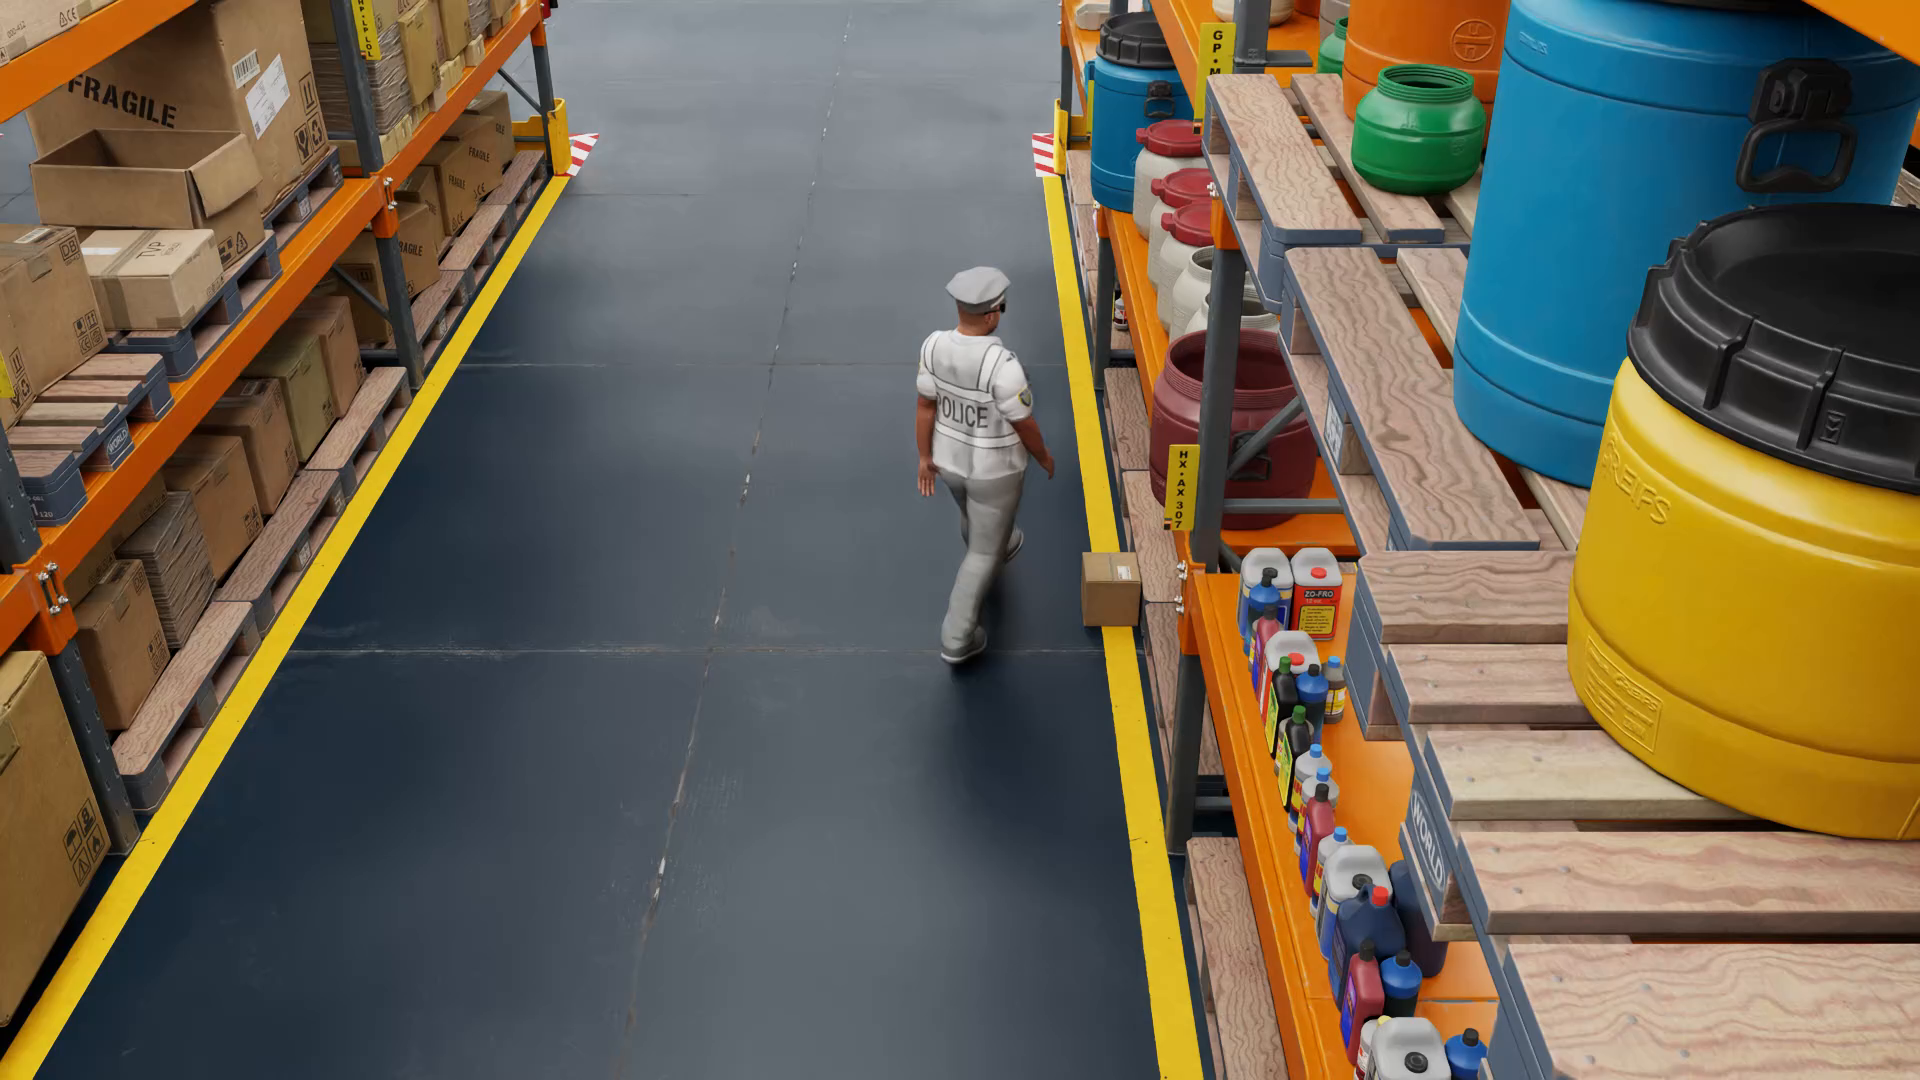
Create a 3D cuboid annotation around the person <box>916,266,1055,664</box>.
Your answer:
[{"bbox_3d":[0.127,-0.395,7.289,0.929,1.715,0.614,-26,40,-36],"label":"person"}]
